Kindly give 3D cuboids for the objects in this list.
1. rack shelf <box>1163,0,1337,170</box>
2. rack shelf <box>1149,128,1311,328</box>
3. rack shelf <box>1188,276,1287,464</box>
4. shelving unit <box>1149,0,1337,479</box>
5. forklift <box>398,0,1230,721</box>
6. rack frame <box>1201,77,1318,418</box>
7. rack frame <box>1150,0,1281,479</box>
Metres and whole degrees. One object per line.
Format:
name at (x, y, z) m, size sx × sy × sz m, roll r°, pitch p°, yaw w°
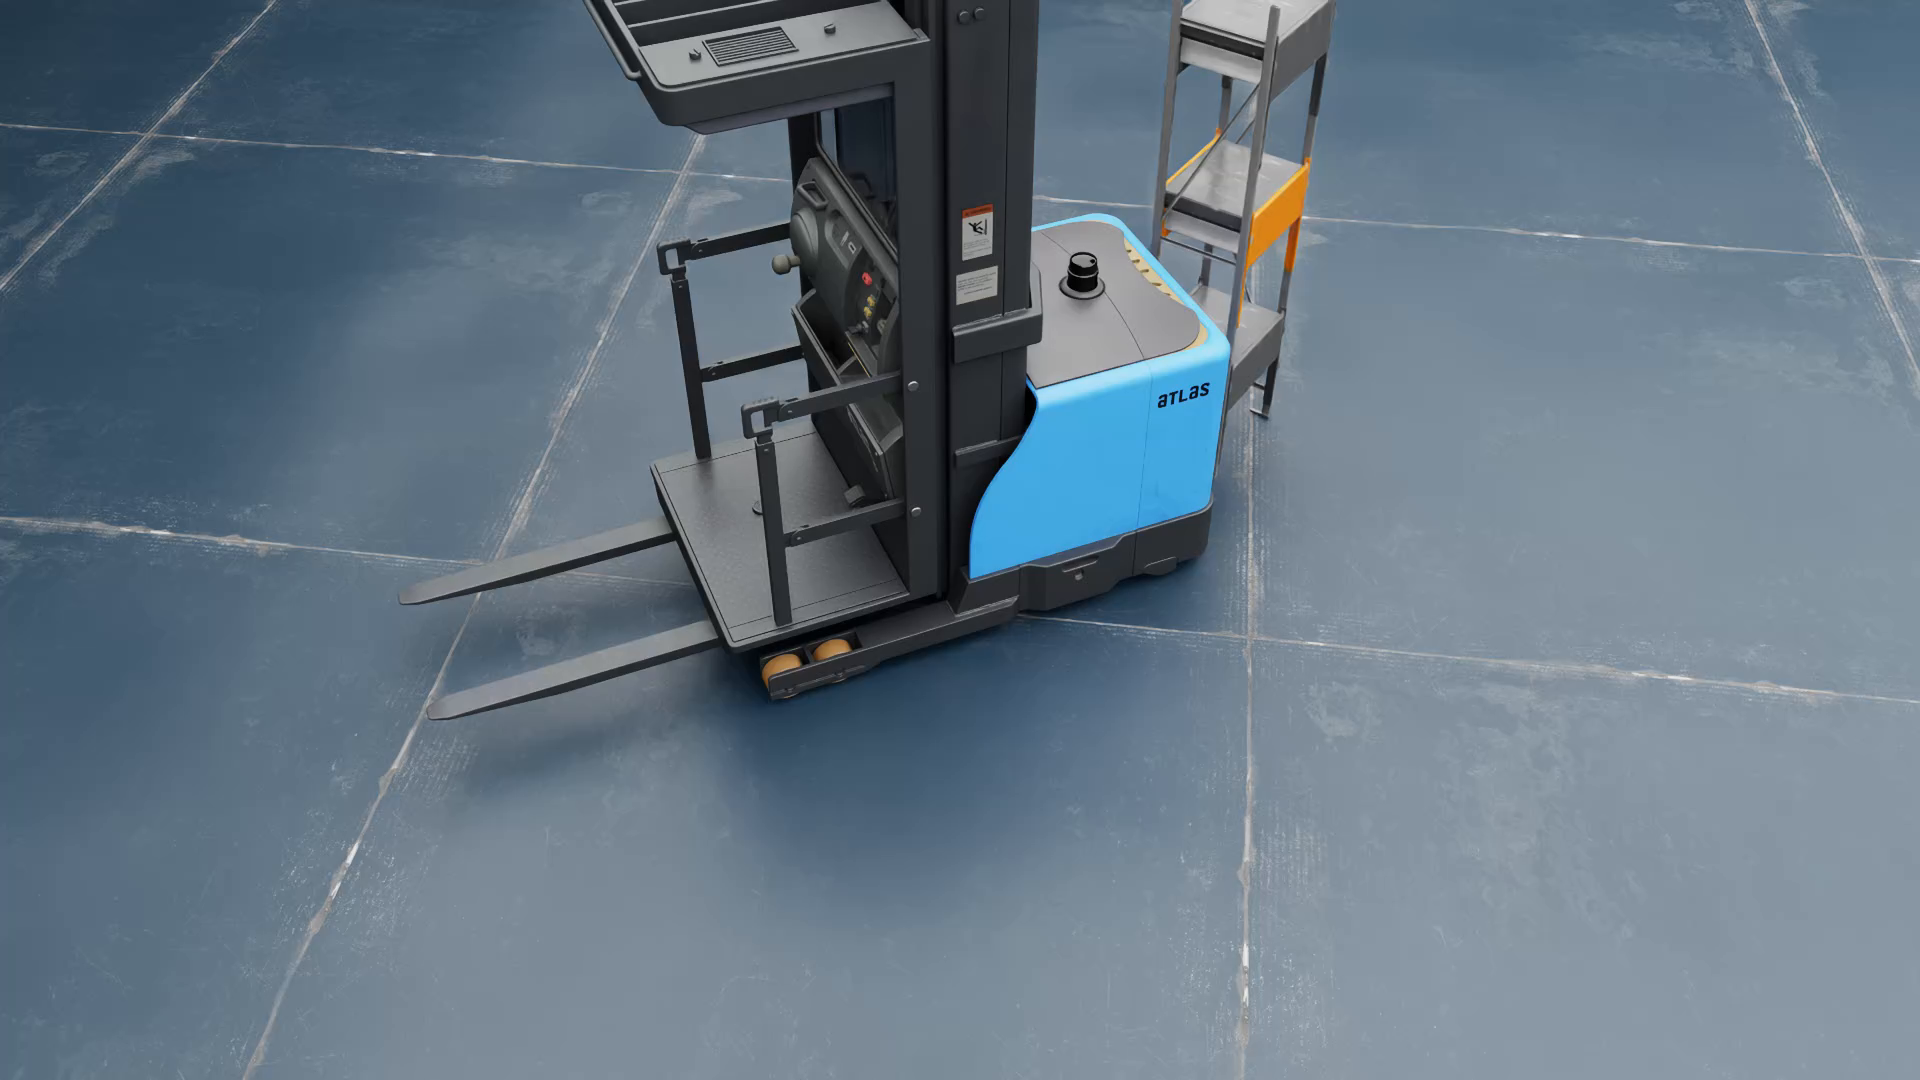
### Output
rack shelf at (1.051, -1.740, 6.061) m, size 0.431 × 0.518 × 0.480 m, roll 25°, pitch 49°, yaw 24°
rack shelf at (1.052, -1.231, 6.542) m, size 0.431 × 0.518 × 0.480 m, roll 25°, pitch 49°, yaw 24°
rack shelf at (1.054, -0.723, 7.023) m, size 0.431 × 0.518 × 0.480 m, roll 25°, pitch 49°, yaw 24°
shelving unit at (1.052, -1.241, 6.533) m, size 0.431 × 2.100 × 0.503 m, roll 25°, pitch 49°, yaw 24°
forklift at (-0.578, -0.896, 5.565) m, size 3.031 × 2.935 × 1.130 m, roll -16°, pitch 46°, yaw -16°
rack frame at (1.191, -1.379, 6.678) m, size 0.400 × 2.100 × 0.015 m, roll 25°, pitch 49°, yaw 24°
rack frame at (0.914, -1.103, 6.387) m, size 0.400 × 2.100 × 0.015 m, roll 25°, pitch 49°, yaw 24°
